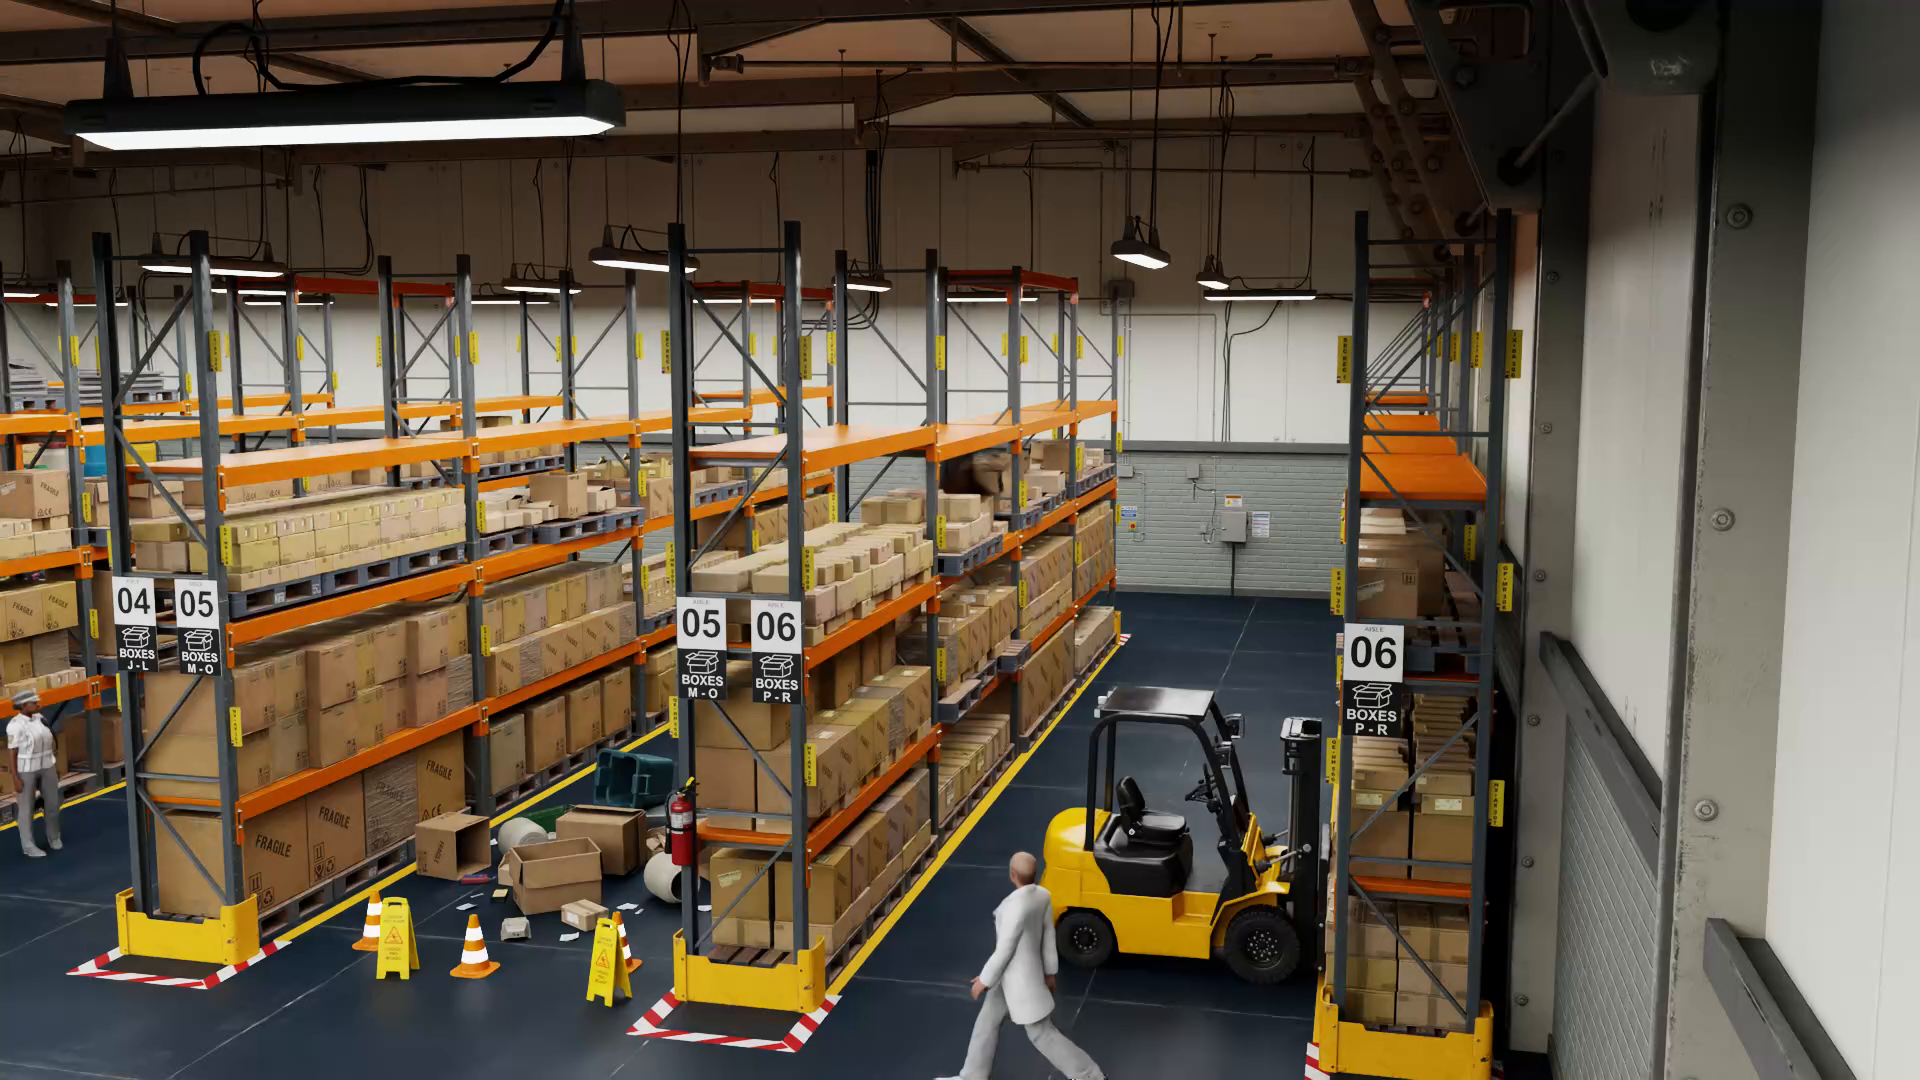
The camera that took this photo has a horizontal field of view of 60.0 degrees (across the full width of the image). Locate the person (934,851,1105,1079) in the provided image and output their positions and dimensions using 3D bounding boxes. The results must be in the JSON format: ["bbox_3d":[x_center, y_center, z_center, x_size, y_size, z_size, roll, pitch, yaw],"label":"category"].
[{"bbox_3d":[0.404,2.942,11.205,1.146,1.735,0.518,-1,7,-7],"label":"person"}]

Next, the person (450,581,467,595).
[{"bbox_3d":[-7.369,1.351,24.495,0.637,1.603,1.007,2,7,16],"label":"person"}]

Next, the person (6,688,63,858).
[{"bbox_3d":[-9.263,2.330,16.663,0.391,1.732,0.525,4,8,31],"label":"person"}]
